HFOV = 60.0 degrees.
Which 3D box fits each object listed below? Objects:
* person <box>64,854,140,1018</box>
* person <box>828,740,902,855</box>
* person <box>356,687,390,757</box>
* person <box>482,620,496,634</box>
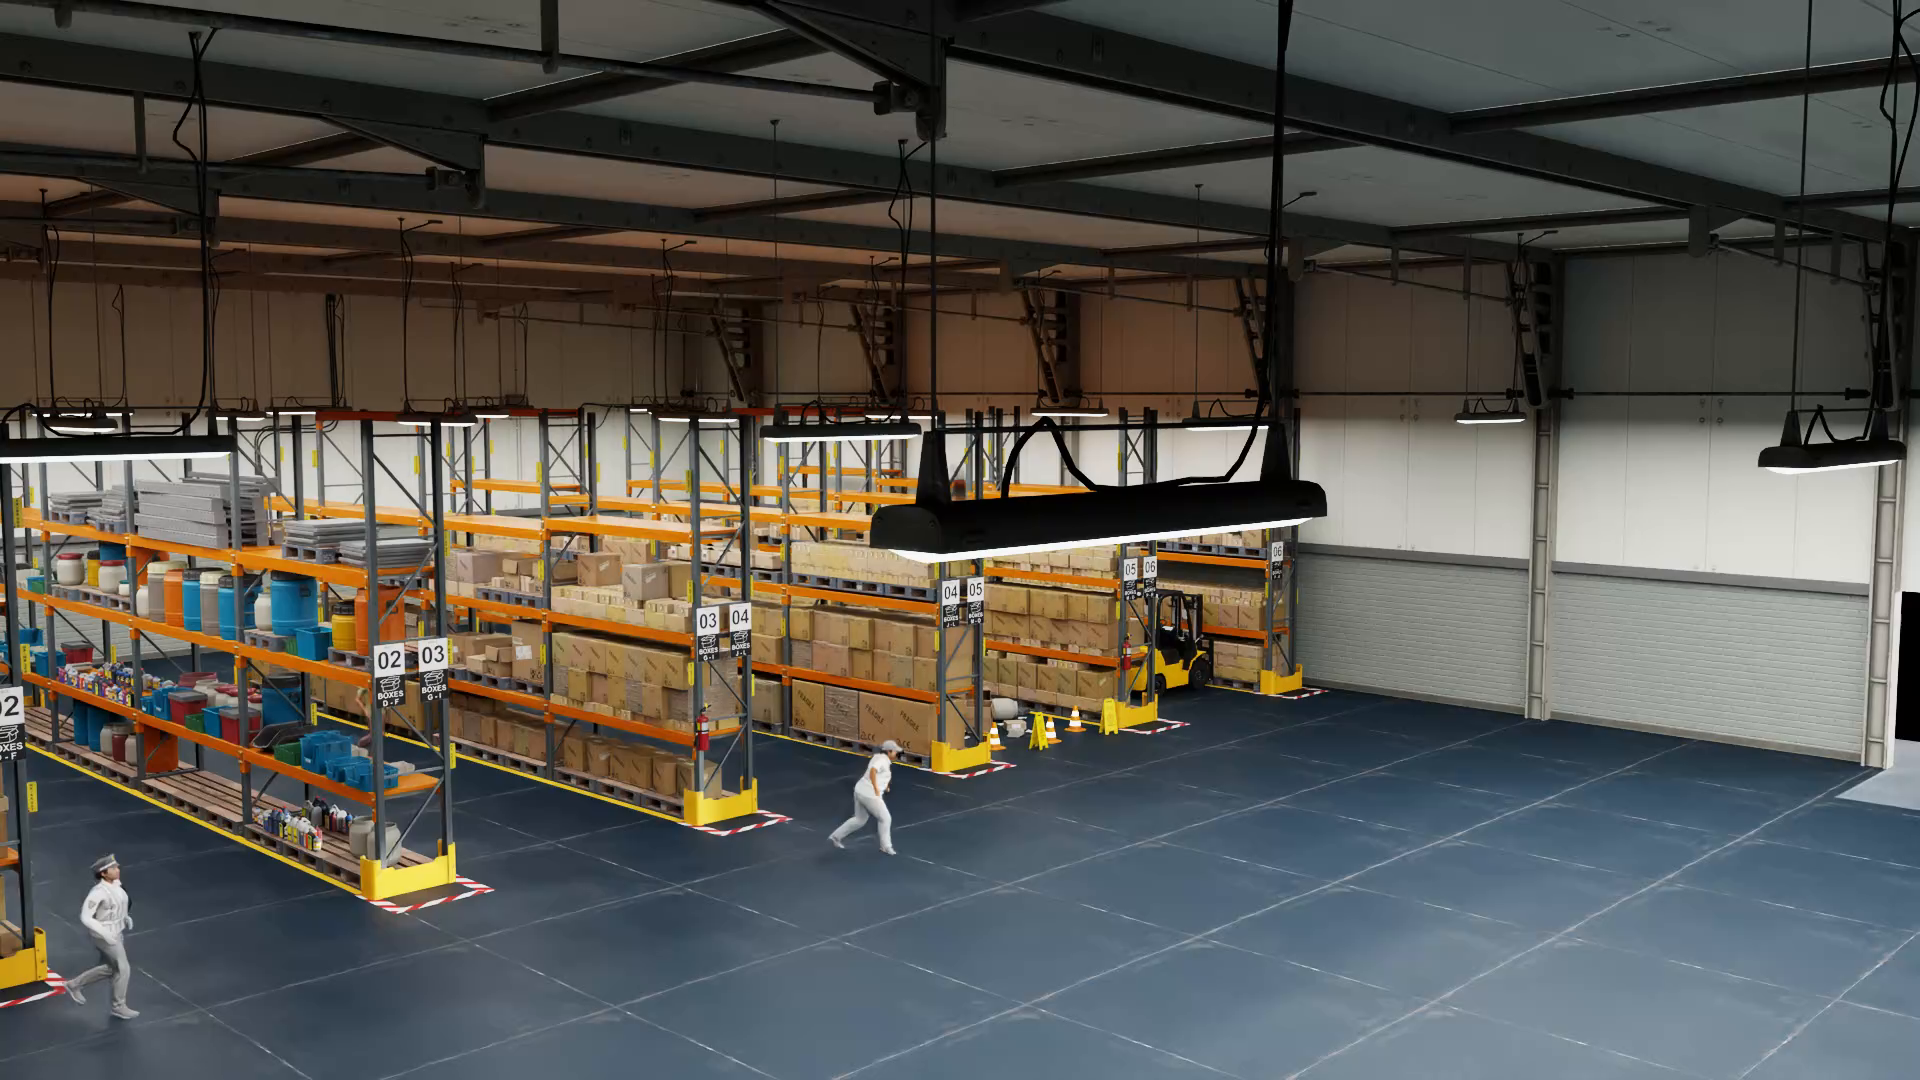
[{"bbox_3d":[-8.724,4.013,16.844,0.731,1.712,0.616,0,5,-5],"label":"person"},{"bbox_3d":[-1.287,3.558,22.702,1.033,1.627,0.642,-1,5,-13],"label":"person"},{"bbox_3d":[-10.036,3.001,28.515,0.583,1.639,0.574,5,7,43],"label":"person"},{"bbox_3d":[-11.452,1.850,40.615,0.634,1.742,0.565,0,5,-1],"label":"person"}]
